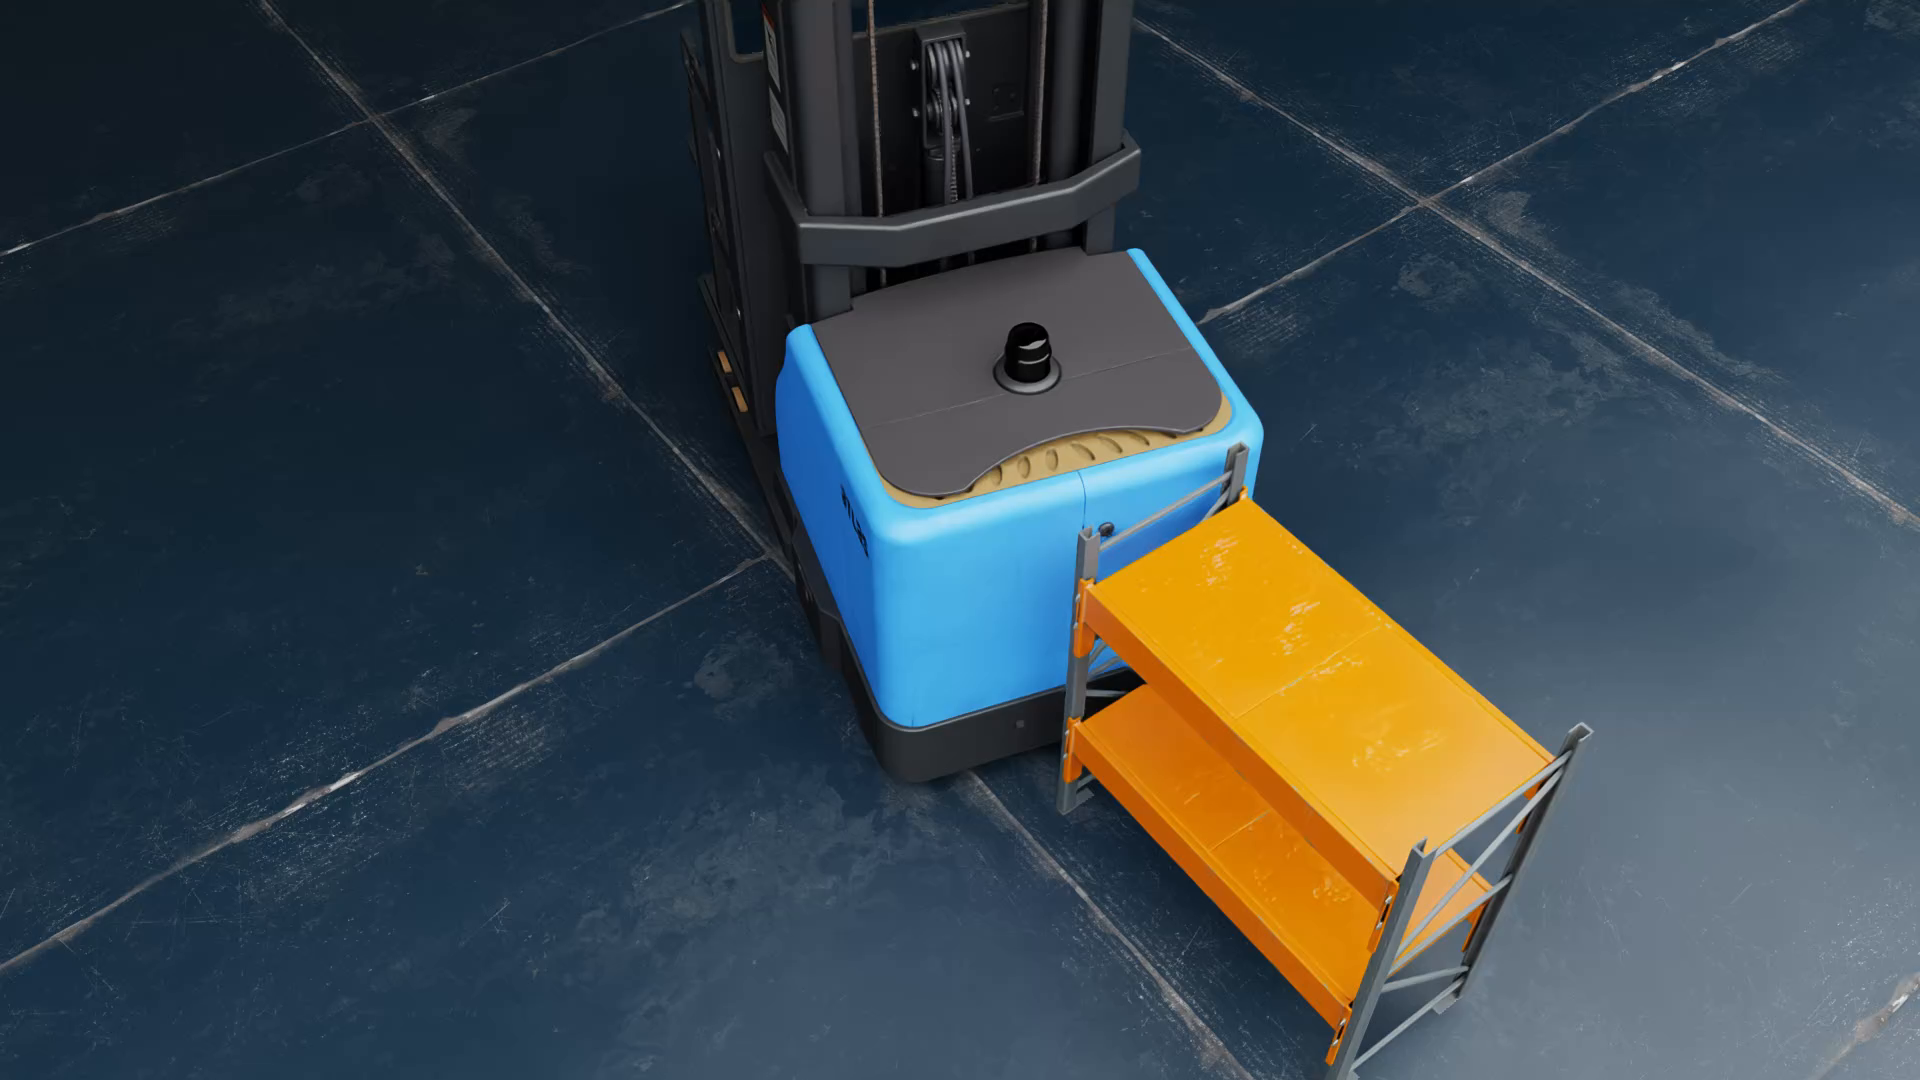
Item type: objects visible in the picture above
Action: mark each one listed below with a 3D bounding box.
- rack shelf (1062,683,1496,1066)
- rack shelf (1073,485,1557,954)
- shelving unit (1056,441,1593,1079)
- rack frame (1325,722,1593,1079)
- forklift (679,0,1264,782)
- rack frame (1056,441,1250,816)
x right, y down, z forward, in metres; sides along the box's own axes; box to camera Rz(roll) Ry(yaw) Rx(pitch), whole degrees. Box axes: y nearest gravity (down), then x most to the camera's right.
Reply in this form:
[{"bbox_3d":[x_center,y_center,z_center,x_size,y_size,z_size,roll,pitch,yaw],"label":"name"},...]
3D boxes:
[{"bbox_3d":[0.777,0.728,4.160,0.538,0.278,1.000,-29,54,-23],"label":"rack shelf"},{"bbox_3d":[0.777,0.368,3.762,0.538,0.278,1.000,-29,54,-23],"label":"rack shelf"},{"bbox_3d":[0.777,0.564,3.979,0.538,1.125,1.048,-29,54,-23],"label":"shelving unit"},{"bbox_3d":[1.078,0.867,3.704,0.500,1.125,0.032,-29,54,-23],"label":"rack frame"},{"bbox_3d":[-0.214,-1.437,4.574,1.130,2.935,3.031,-15,50,-13],"label":"forklift"},{"bbox_3d":[0.475,0.261,4.254,0.500,1.125,0.032,-29,54,-23],"label":"rack frame"}]
